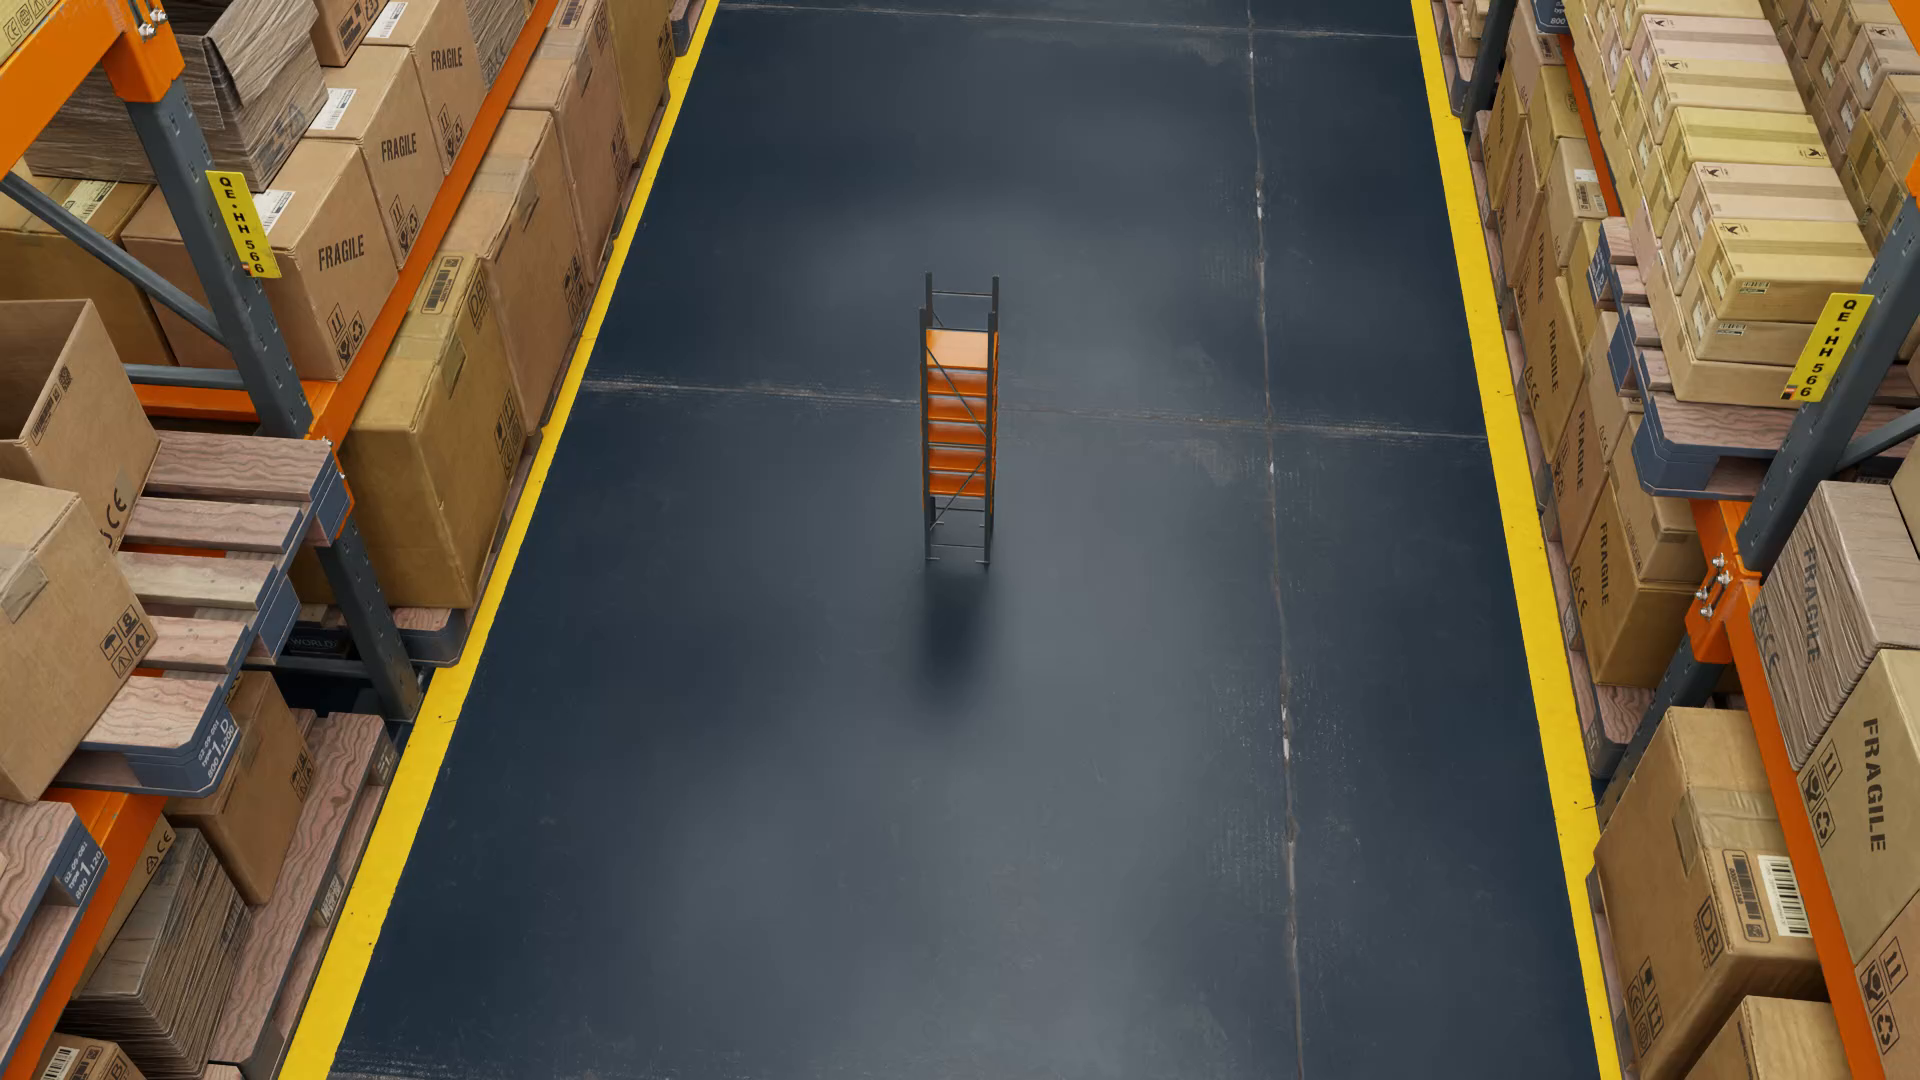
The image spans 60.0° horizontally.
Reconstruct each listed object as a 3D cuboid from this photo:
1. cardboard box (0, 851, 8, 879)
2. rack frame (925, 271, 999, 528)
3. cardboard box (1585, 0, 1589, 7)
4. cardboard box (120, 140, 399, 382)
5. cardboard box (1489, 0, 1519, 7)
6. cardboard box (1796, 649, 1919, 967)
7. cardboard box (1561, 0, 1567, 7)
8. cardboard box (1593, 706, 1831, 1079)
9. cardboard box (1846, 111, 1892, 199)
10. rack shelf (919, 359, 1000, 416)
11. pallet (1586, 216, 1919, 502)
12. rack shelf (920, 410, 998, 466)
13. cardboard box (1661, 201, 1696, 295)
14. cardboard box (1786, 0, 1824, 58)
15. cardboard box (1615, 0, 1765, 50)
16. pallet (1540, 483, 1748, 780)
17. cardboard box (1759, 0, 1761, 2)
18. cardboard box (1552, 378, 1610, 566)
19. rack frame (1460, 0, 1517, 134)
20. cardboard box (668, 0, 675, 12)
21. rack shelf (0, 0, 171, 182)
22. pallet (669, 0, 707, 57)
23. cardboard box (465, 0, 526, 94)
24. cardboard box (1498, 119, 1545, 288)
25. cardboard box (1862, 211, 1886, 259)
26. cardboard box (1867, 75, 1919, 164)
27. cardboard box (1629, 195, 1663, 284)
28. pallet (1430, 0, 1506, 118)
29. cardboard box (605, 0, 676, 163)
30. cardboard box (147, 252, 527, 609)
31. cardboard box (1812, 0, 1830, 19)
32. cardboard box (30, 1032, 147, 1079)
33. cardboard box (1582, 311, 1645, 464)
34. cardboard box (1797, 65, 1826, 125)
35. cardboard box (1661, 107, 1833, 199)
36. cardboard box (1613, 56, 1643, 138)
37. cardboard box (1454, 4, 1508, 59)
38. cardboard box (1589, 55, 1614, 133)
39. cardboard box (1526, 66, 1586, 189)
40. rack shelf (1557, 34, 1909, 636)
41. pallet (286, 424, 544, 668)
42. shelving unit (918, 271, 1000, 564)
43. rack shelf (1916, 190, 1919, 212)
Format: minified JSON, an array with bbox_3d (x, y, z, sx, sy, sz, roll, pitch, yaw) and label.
[{"bbox_3d":[-2.241,0.686,3.396,0.396,0.266,0.258,3,48,2],"label":"cardboard box"},{"bbox_3d":[0.007,-0.462,5.859,0.240,1.200,0.006,4,48,4],"label":"rack frame"},{"bbox_3d":[2.329,-1.927,5.664,0.380,0.149,0.250,3,48,3],"label":"cardboard box"},{"bbox_3d":[-2.042,-0.834,4.912,0.500,0.500,0.500,5,48,5],"label":"cardboard box"},{"bbox_3d":[2.710,-2.652,7.887,0.380,0.149,0.250,5,48,5],"label":"cardboard box"},{"bbox_3d":[2.219,0.598,3.602,0.500,0.500,0.500,3,48,3],"label":"cardboard box"},{"bbox_3d":[2.350,-2.032,5.962,0.380,0.149,0.250,2,48,2],"label":"cardboard box"},{"bbox_3d":[2.427,1.005,4.538,1.050,0.750,0.750,3,48,3],"label":"cardboard box"},{"bbox_3d":[2.883,-1.134,4.938,0.380,0.149,0.250,4,48,4],"label":"cardboard box"},{"bbox_3d":[-0.001,-0.526,5.653,0.258,0.103,0.180,4,48,4],"label":"rack shelf"},{"bbox_3d":[2.531,-0.520,4.822,1.213,0.211,1.003,4,48,4],"label":"pallet"},{"bbox_3d":[-0.001,-0.364,5.830,0.258,0.103,0.180,4,48,4],"label":"rack shelf"},{"bbox_3d":[2.187,-0.801,4.634,0.380,0.149,0.250,5,48,5],"label":"cardboard box"},{"bbox_3d":[2.953,-1.698,5.454,0.380,0.149,0.250,5,48,5],"label":"cardboard box"},{"bbox_3d":[2.281,-1.652,5.211,0.380,0.149,0.250,6,48,5],"label":"cardboard box"},{"bbox_3d":[2.645,0.313,5.820,1.003,0.211,1.213,4,48,4],"label":"pallet"},{"bbox_3d":[3.008,-1.982,5.915,0.380,0.149,0.250,2,48,2],"label":"cardboard box"},{"bbox_3d":[2.423,-0.234,5.841,0.500,0.500,0.500,6,48,5],"label":"cardboard box"},{"bbox_3d":[2.937,-2.993,6.955,1.000,3.000,0.127,4,48,4],"label":"rack frame"},{"bbox_3d":[-1.853,-3.305,8.395,0.875,0.875,0.875,4,48,4],"label":"cardboard box"},{"bbox_3d":[-2.540,0.239,2.454,1.077,0.370,4.000,4,48,4],"label":"rack shelf"},{"bbox_3d":[-1.846,-3.013,8.863,1.003,0.211,1.213,4,48,4],"label":"pallet"},{"bbox_3d":[-1.907,-1.957,5.939,0.500,0.500,0.500,4,48,4],"label":"cardboard box"},{"bbox_3d":[2.559,-1.377,6.886,0.500,0.500,0.500,6,48,5],"label":"cardboard box"},{"bbox_3d":[2.863,-0.821,4.854,0.380,0.149,0.250,6,48,5],"label":"cardboard box"},{"bbox_3d":[2.881,-1.210,4.806,0.380,0.149,0.250,2,48,2],"label":"cardboard box"},{"bbox_3d":[2.207,-0.875,4.903,0.380,0.149,0.250,5,48,4],"label":"cardboard box"},{"bbox_3d":[2.963,-2.548,8.437,1.003,0.211,1.213,4,48,4],"label":"pallet"},{"bbox_3d":[-2.031,-2.354,7.525,1.225,0.875,0.875,4,48,4],"label":"cardboard box"},{"bbox_3d":[-2.274,-0.392,5.731,1.225,0.875,0.875,2,48,2],"label":"cardboard box"},{"bbox_3d":[2.952,-1.787,5.334,0.380,0.149,0.250,3,48,3],"label":"cardboard box"},{"bbox_3d":[-2.481,1.553,4.193,0.700,0.500,0.500,7,48,7],"label":"cardboard box"},{"bbox_3d":[2.409,-0.497,5.573,0.500,0.250,0.500,4,48,4],"label":"cardboard box"},{"bbox_3d":[2.933,-1.400,5.383,0.380,0.149,0.250,4,48,4],"label":"cardboard box"},{"bbox_3d":[2.210,-1.079,4.687,0.380,0.149,0.250,5,48,5],"label":"cardboard box"},{"bbox_3d":[2.256,-1.361,5.146,0.380,0.149,0.250,4,48,3],"label":"cardboard box"},{"bbox_3d":[2.634,-2.484,8.136,0.380,0.149,0.250,4,48,4],"label":"cardboard box"},{"bbox_3d":[2.282,-1.446,5.425,0.380,0.149,0.250,5,48,5],"label":"cardboard box"},{"bbox_3d":[2.561,-1.627,6.607,0.500,0.250,0.500,5,48,5],"label":"cardboard box"},{"bbox_3d":[2.755,-1.280,5.876,1.077,0.370,4.000,4,48,4],"label":"rack shelf"},{"bbox_3d":[-2.211,-0.094,6.193,1.003,0.211,1.213,4,48,4],"label":"pallet"},{"bbox_3d":[-0.001,-0.394,5.798,0.258,1.200,0.189,4,48,4],"label":"shelving unit"},{"bbox_3d":[2.390,0.647,2.081,1.077,0.370,4.000,4,48,4],"label":"rack shelf"}]
